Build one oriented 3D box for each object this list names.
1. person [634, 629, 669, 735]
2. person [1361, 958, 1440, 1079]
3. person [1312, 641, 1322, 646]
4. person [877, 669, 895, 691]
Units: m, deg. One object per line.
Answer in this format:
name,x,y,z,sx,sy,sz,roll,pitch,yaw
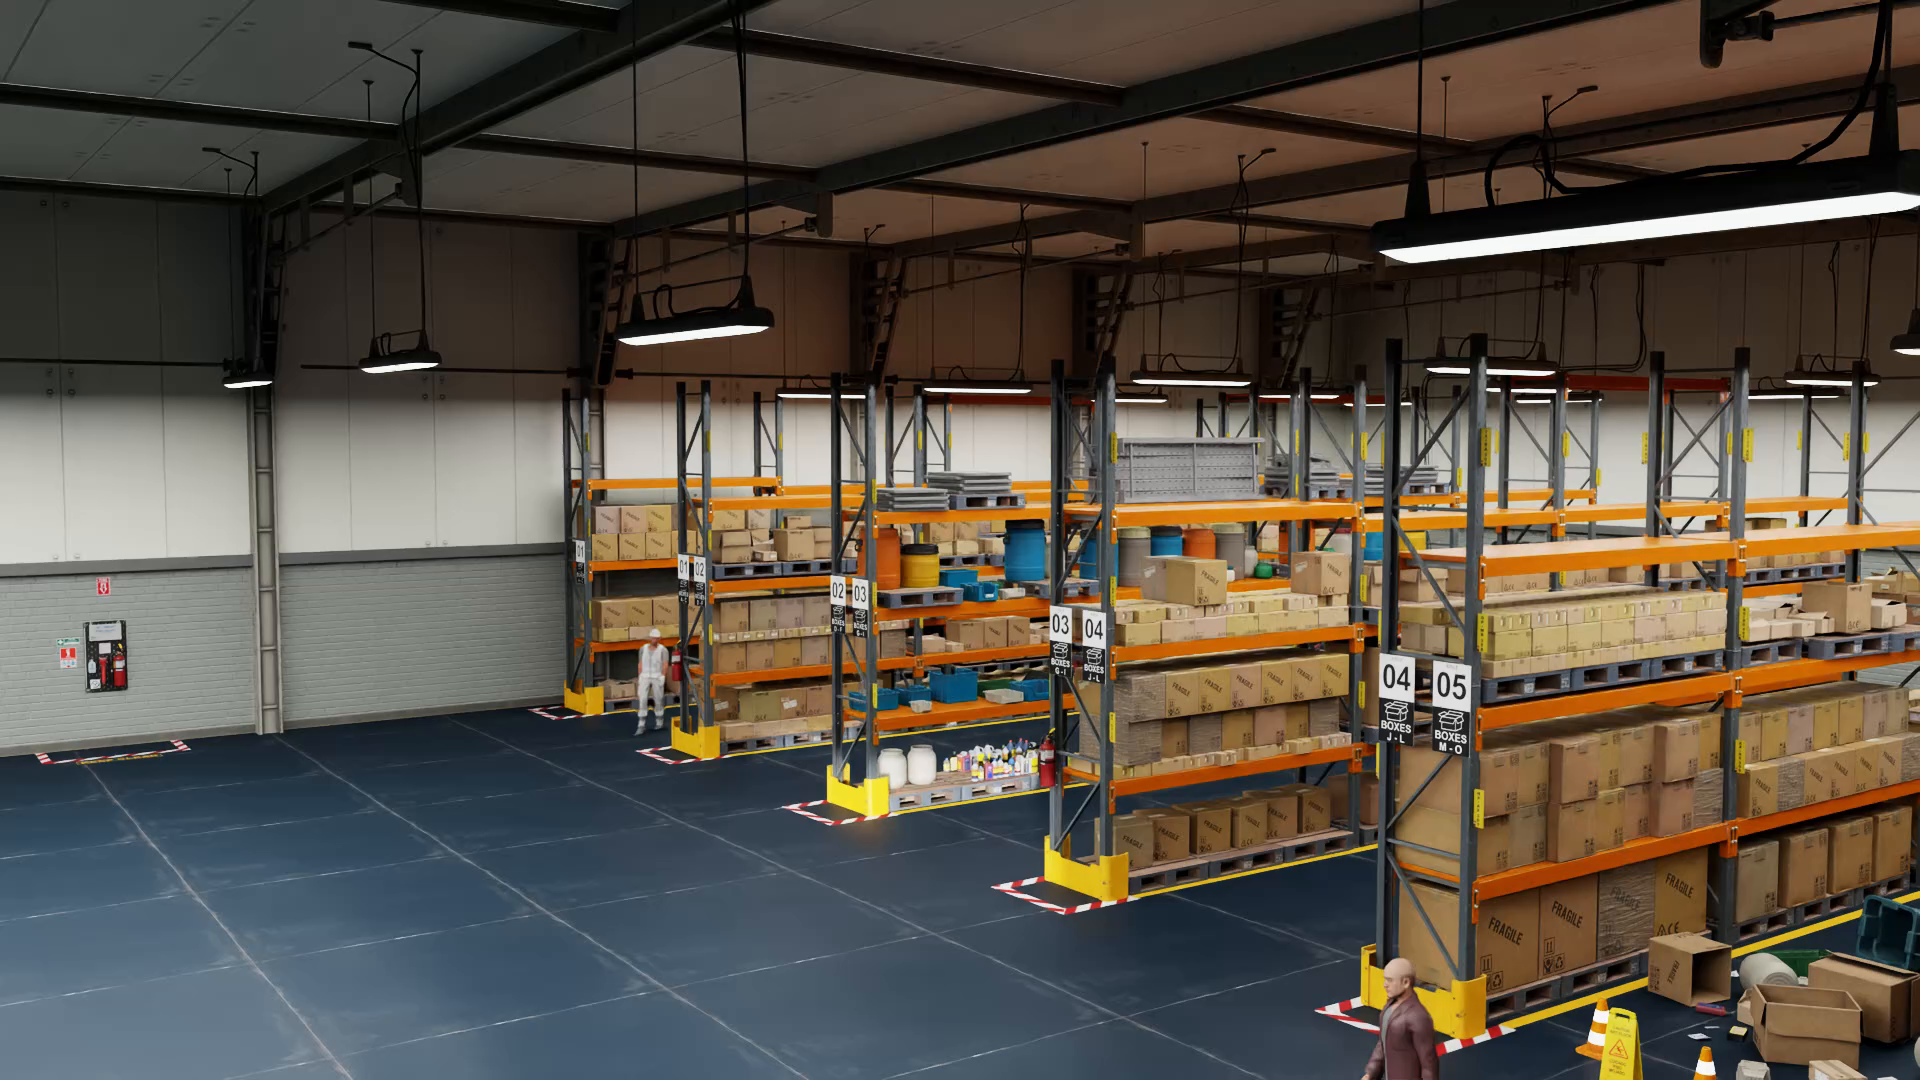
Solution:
person,-5.339,2.444,28.730,0.558,1.790,0.796,0,4,2
person,2.821,3.576,10.798,1.064,1.735,0.611,0,4,2
person,6.987,2.267,31.928,0.948,1.673,0.538,-3,5,-38
person,-1.531,2.367,31.206,0.450,1.545,0.960,3,5,38
